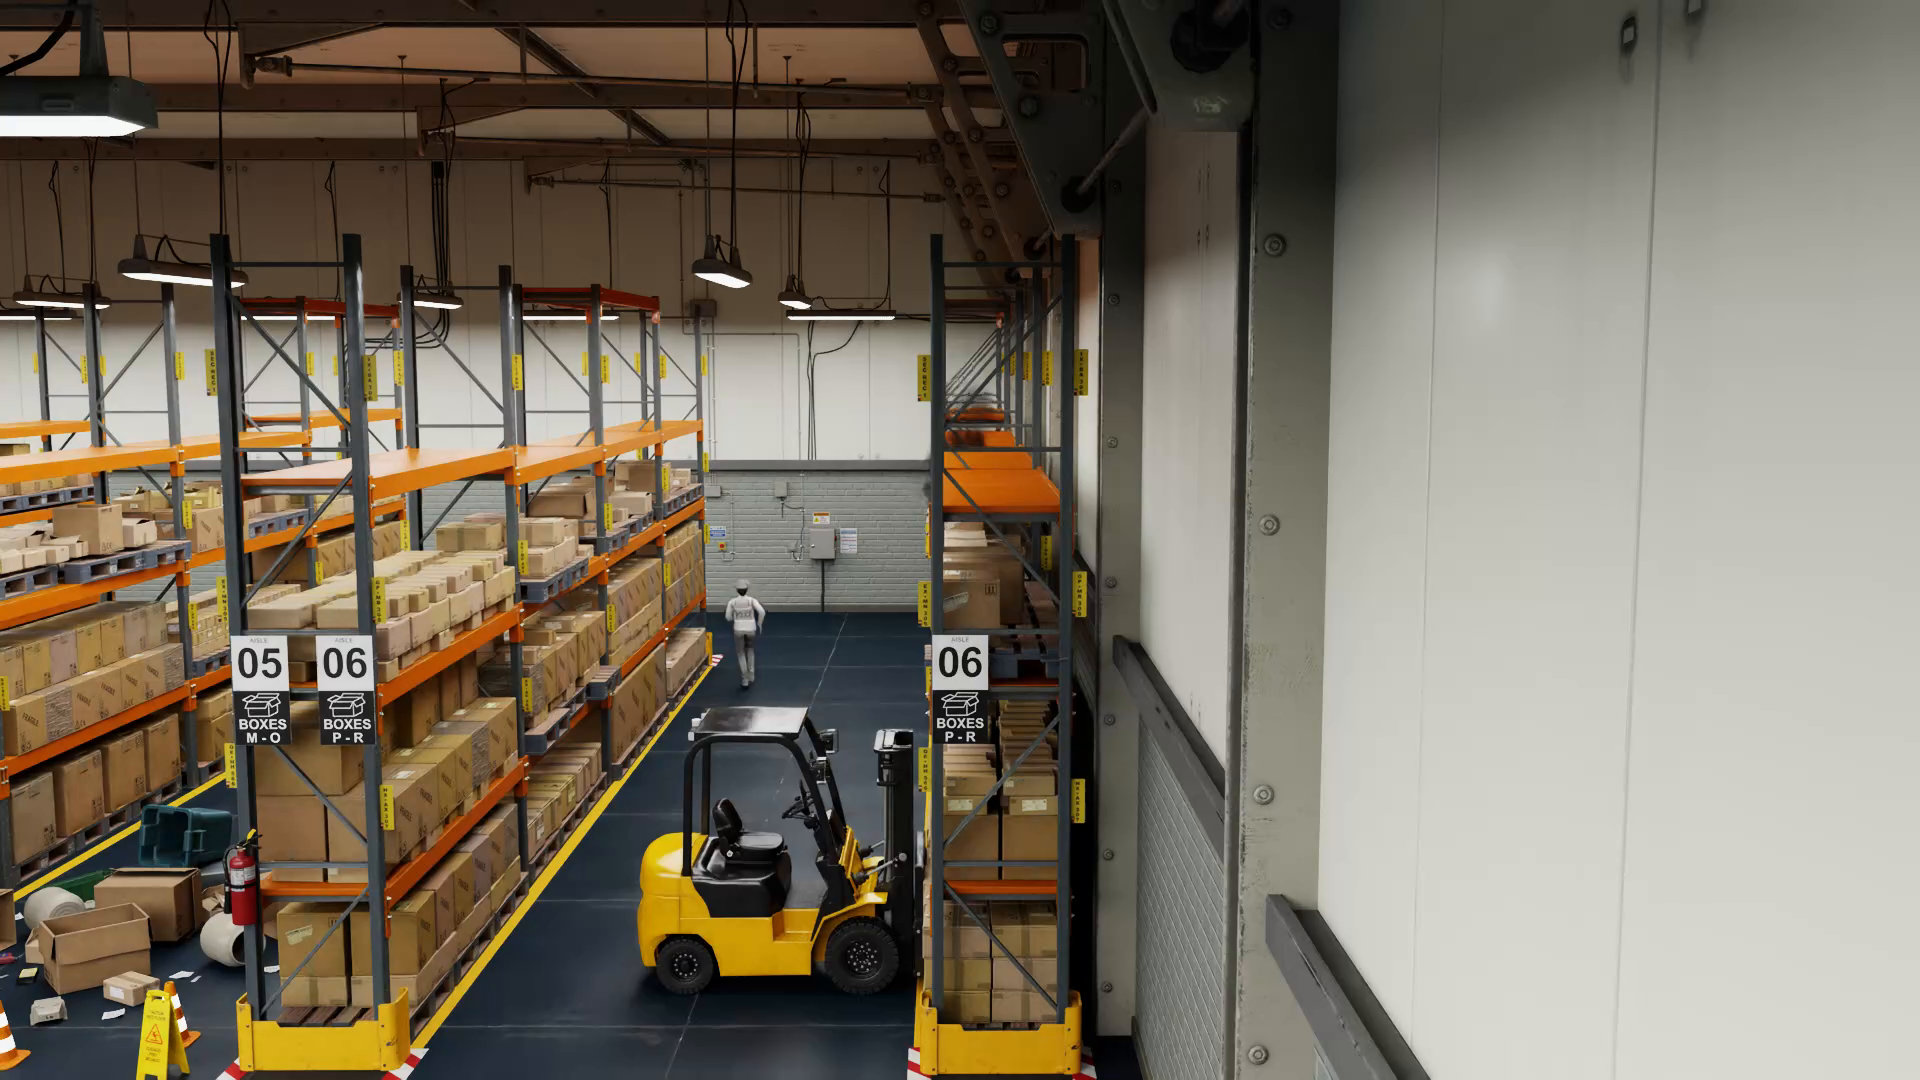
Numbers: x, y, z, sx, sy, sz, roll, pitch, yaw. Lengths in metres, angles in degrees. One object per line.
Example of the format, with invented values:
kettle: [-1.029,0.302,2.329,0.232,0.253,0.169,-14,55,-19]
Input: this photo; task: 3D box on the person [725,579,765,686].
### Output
person: [-3.388,1.435,26.160,0.598,1.669,0.611,-1,6,-13]
